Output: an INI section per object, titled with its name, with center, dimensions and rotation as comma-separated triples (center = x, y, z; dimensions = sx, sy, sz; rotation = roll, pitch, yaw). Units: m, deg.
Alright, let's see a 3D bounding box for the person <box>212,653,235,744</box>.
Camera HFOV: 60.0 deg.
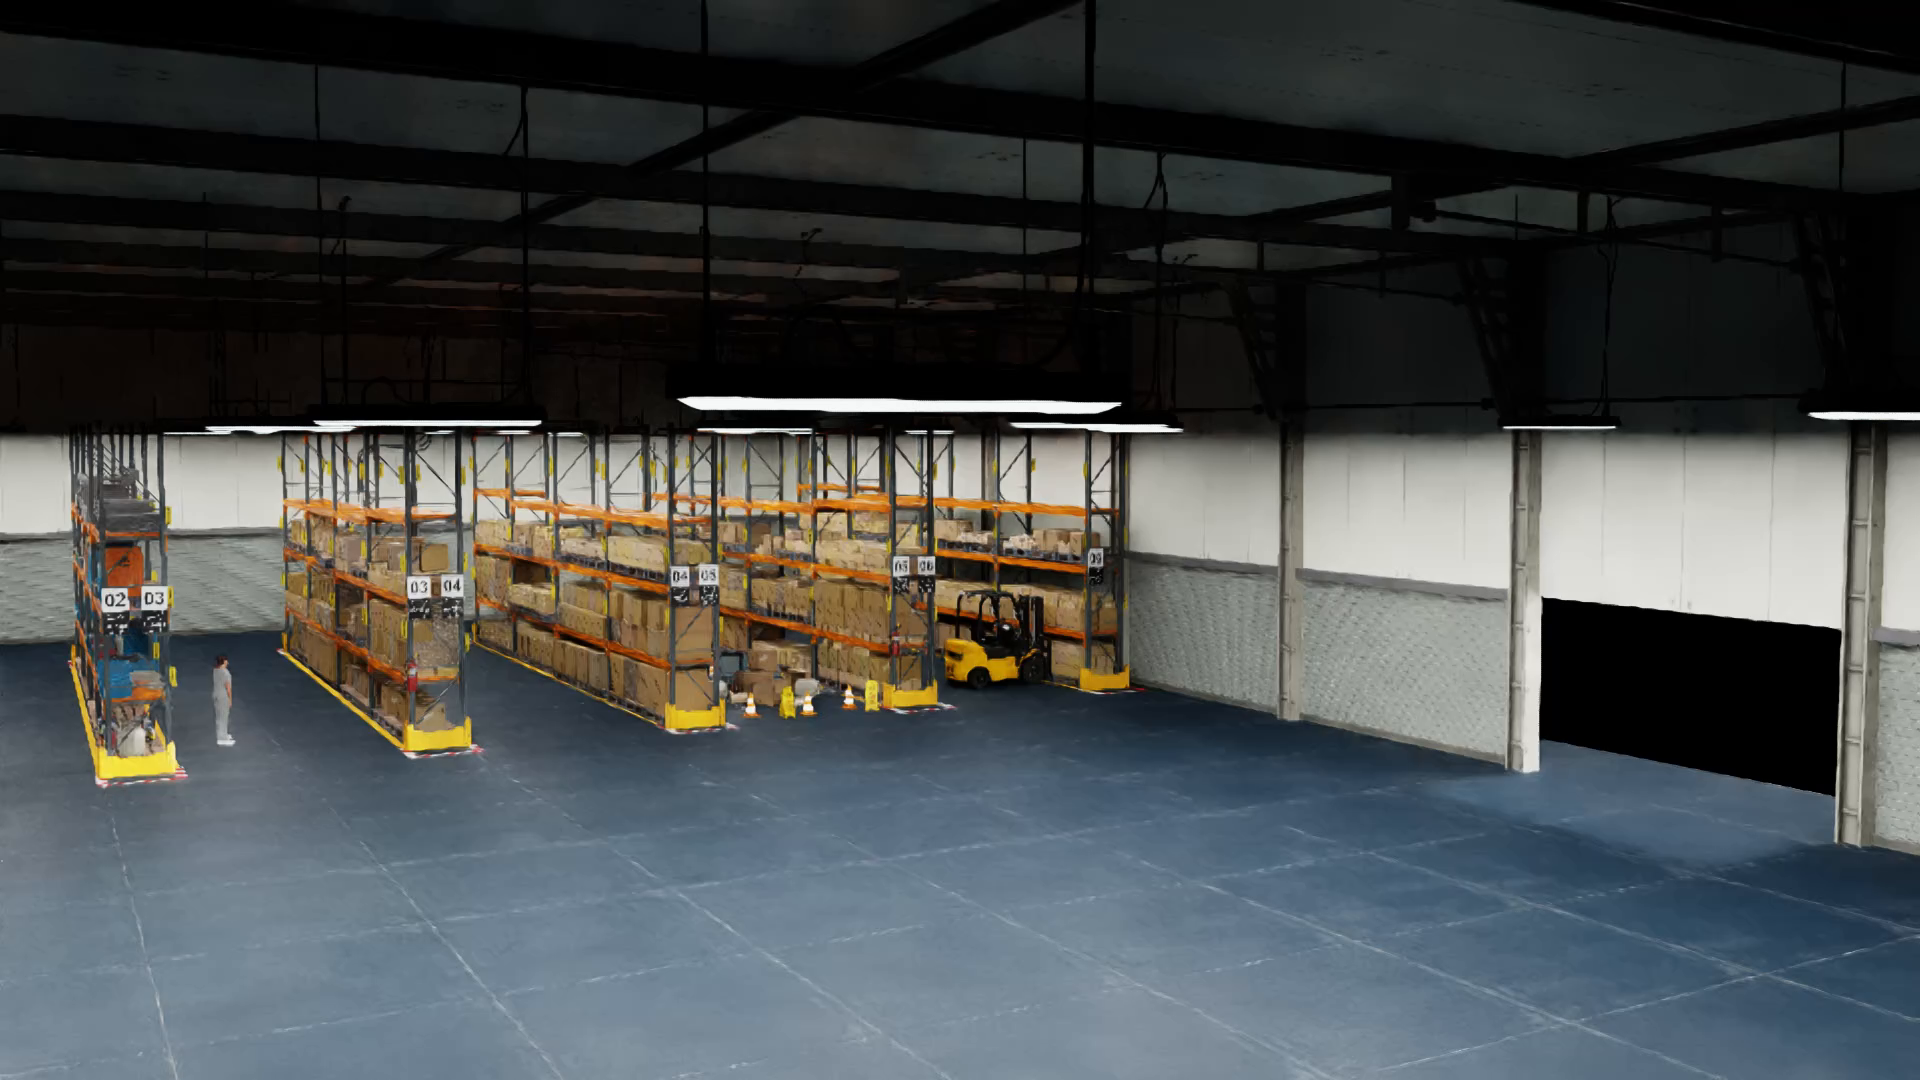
[person]
center = -13.732, 2.949, 31.061
dimensions = 0.538, 1.679, 0.454
rotation = 2, 4, 34
